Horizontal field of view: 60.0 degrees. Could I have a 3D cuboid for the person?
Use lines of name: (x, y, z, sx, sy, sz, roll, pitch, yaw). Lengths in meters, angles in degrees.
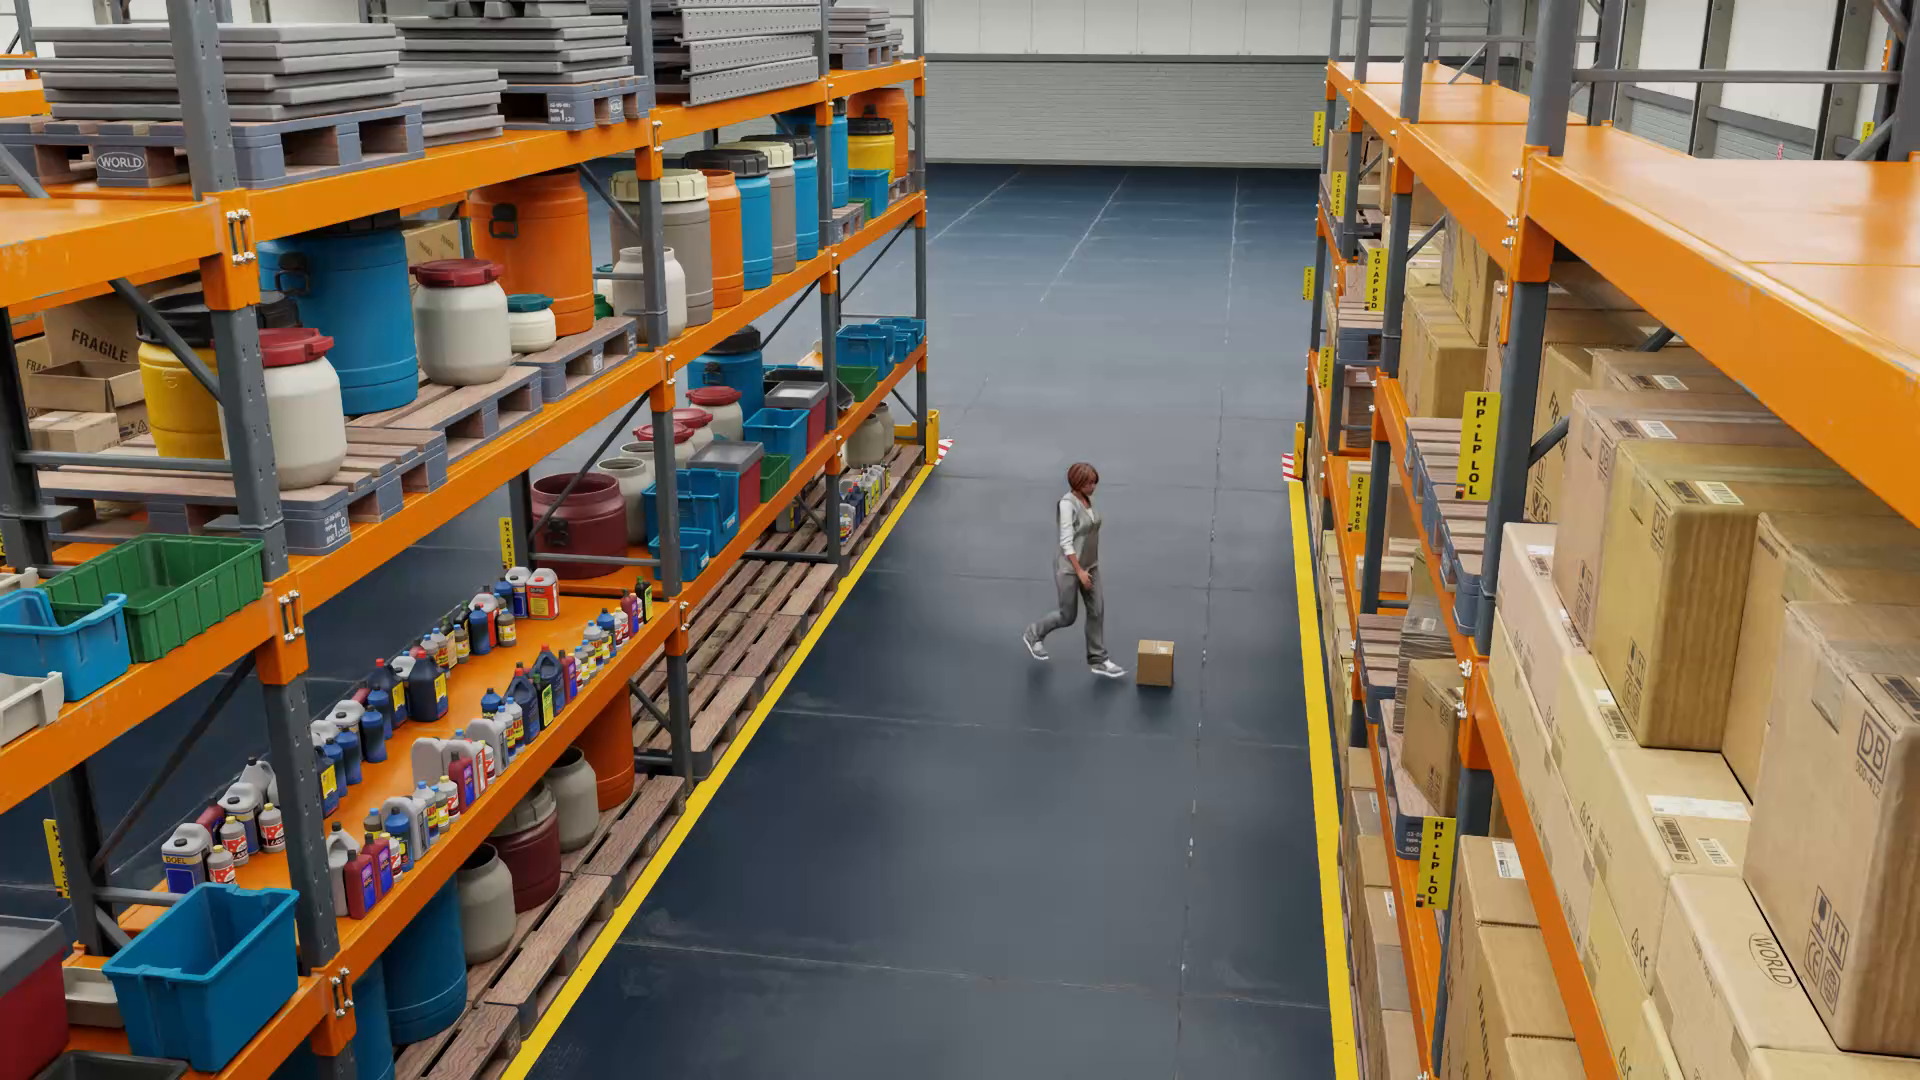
person: (0.824, 0.198, 11.935, 0.778, 1.570, 0.419, 14, 23, 36)
